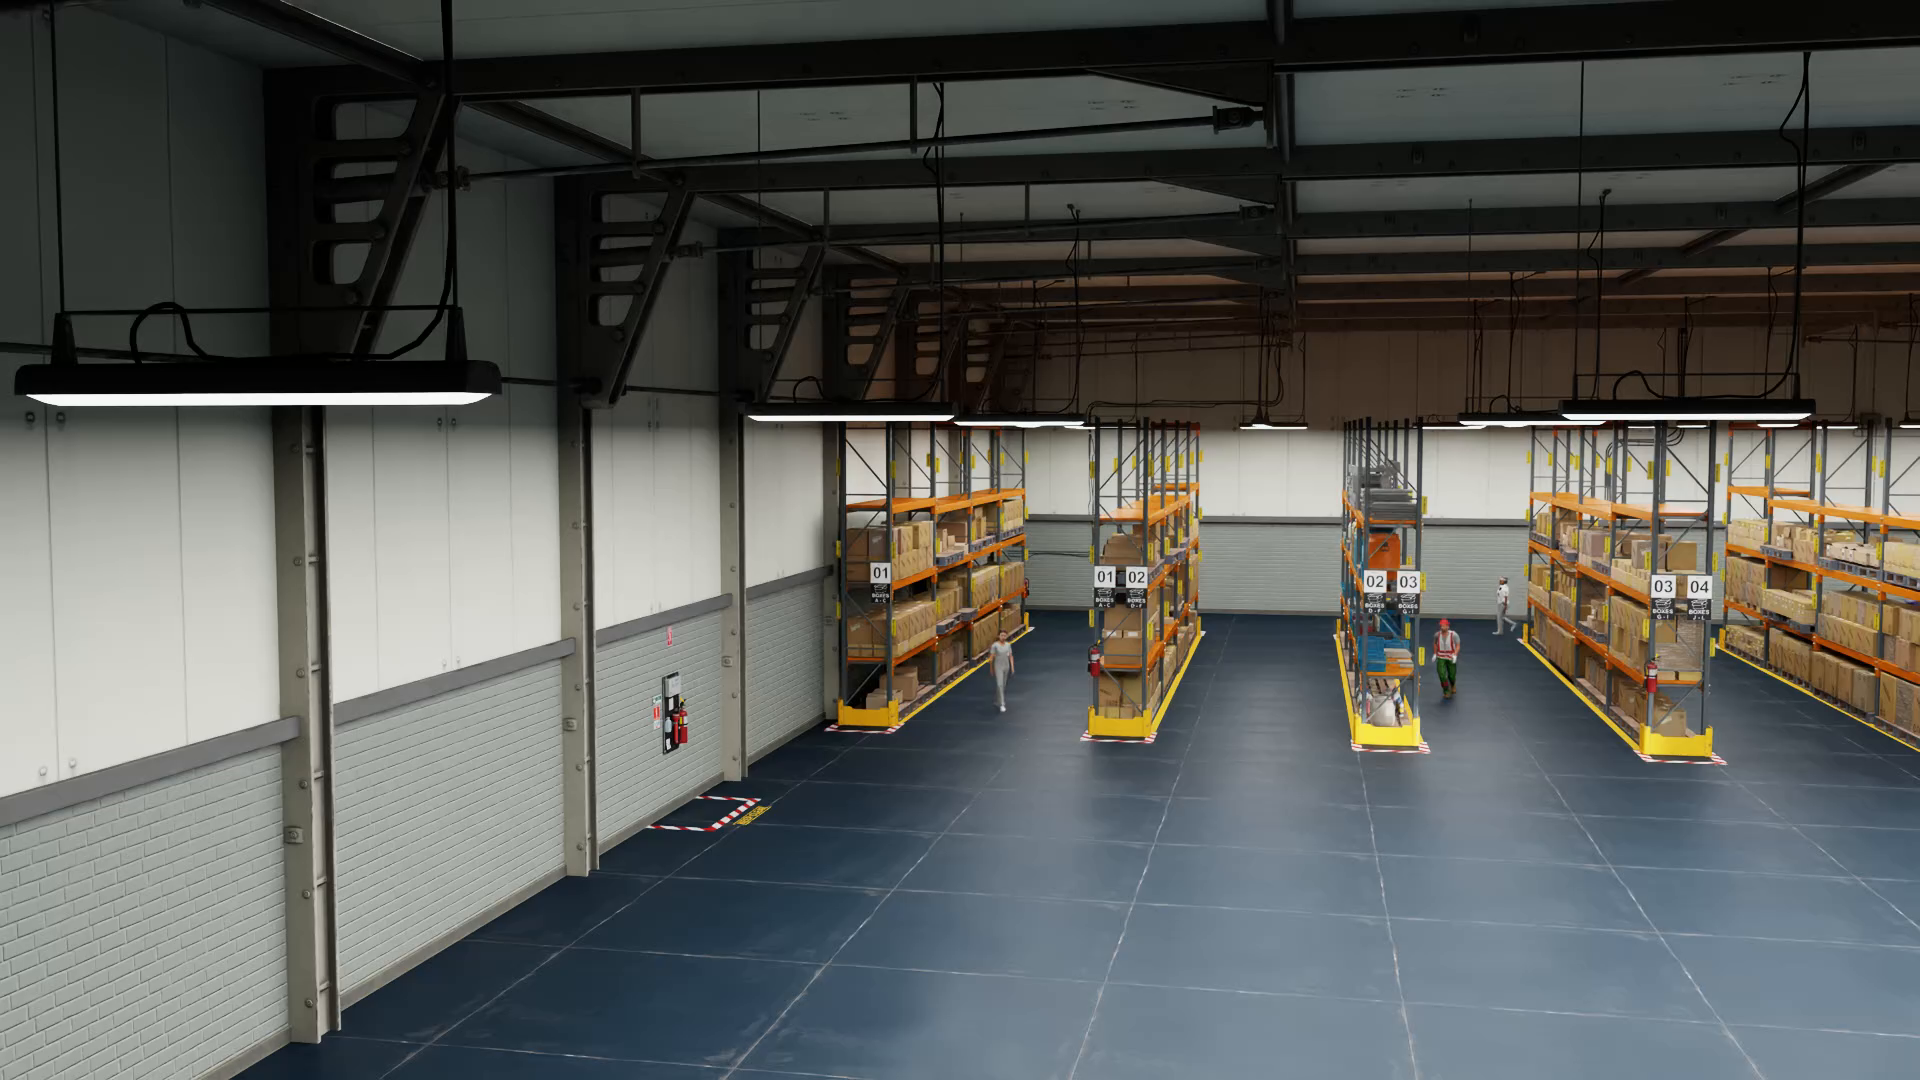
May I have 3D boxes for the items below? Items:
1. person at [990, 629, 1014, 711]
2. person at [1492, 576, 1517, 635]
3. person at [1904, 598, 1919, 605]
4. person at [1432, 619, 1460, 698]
[{"bbox_3d":[0.873,2.662,34.242,0.487,1.635,0.862,-2,4,-30],"label":"person"},{"bbox_3d":[15.363,1.830,46.866,0.672,1.666,0.455,1,4,10],"label":"person"},{"bbox_3d":[26.865,1.874,46.863,0.921,1.590,0.468,-1,4,-14],"label":"person"},{"bbox_3d":[10.530,2.541,36.030,0.592,1.698,0.796,2,4,24],"label":"person"}]
